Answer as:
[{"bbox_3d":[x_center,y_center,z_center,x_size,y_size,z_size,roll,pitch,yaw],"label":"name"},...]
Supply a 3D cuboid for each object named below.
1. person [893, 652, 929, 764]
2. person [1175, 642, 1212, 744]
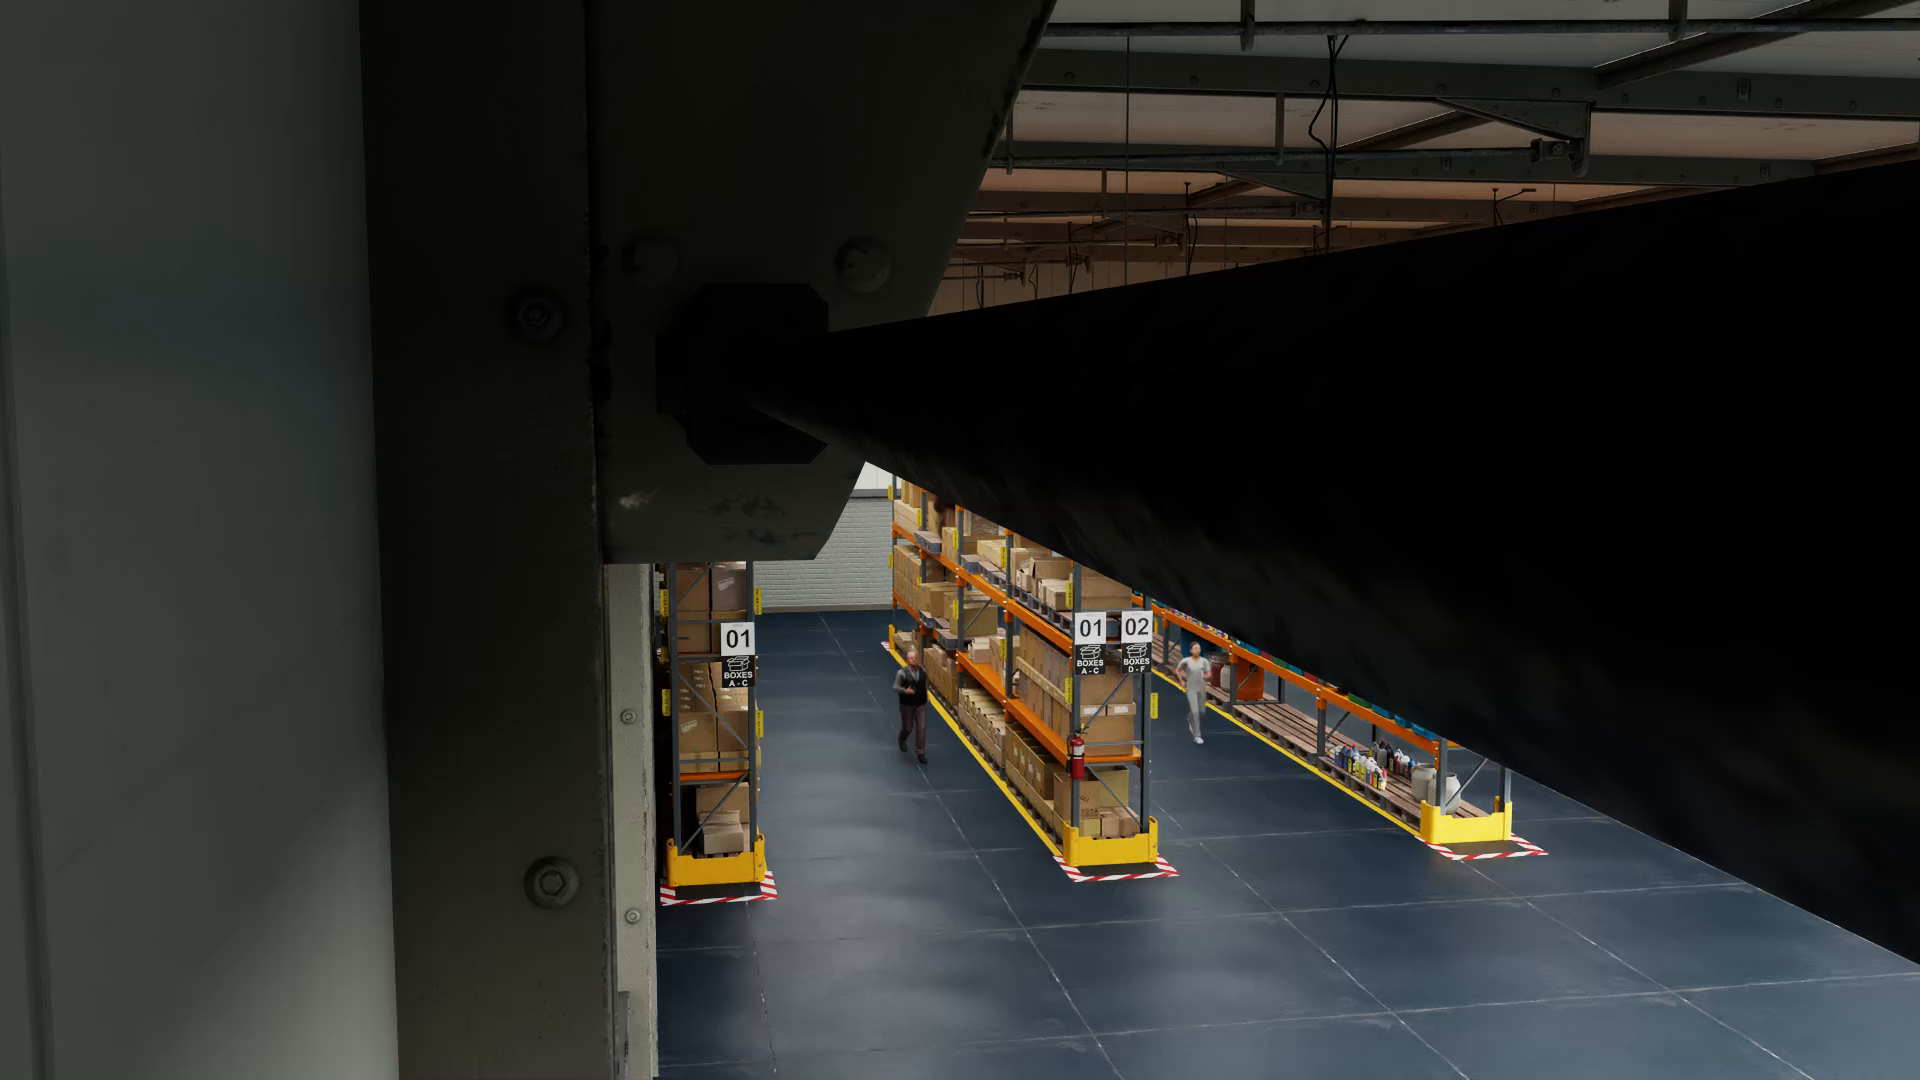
[{"bbox_3d":[-0.739,2.617,26.268,0.660,1.710,0.955,-2,7,-20],"label":"person"},{"bbox_3d":[3.906,2.507,27.707,0.575,1.645,0.914,-1,6,-11],"label":"person"}]
